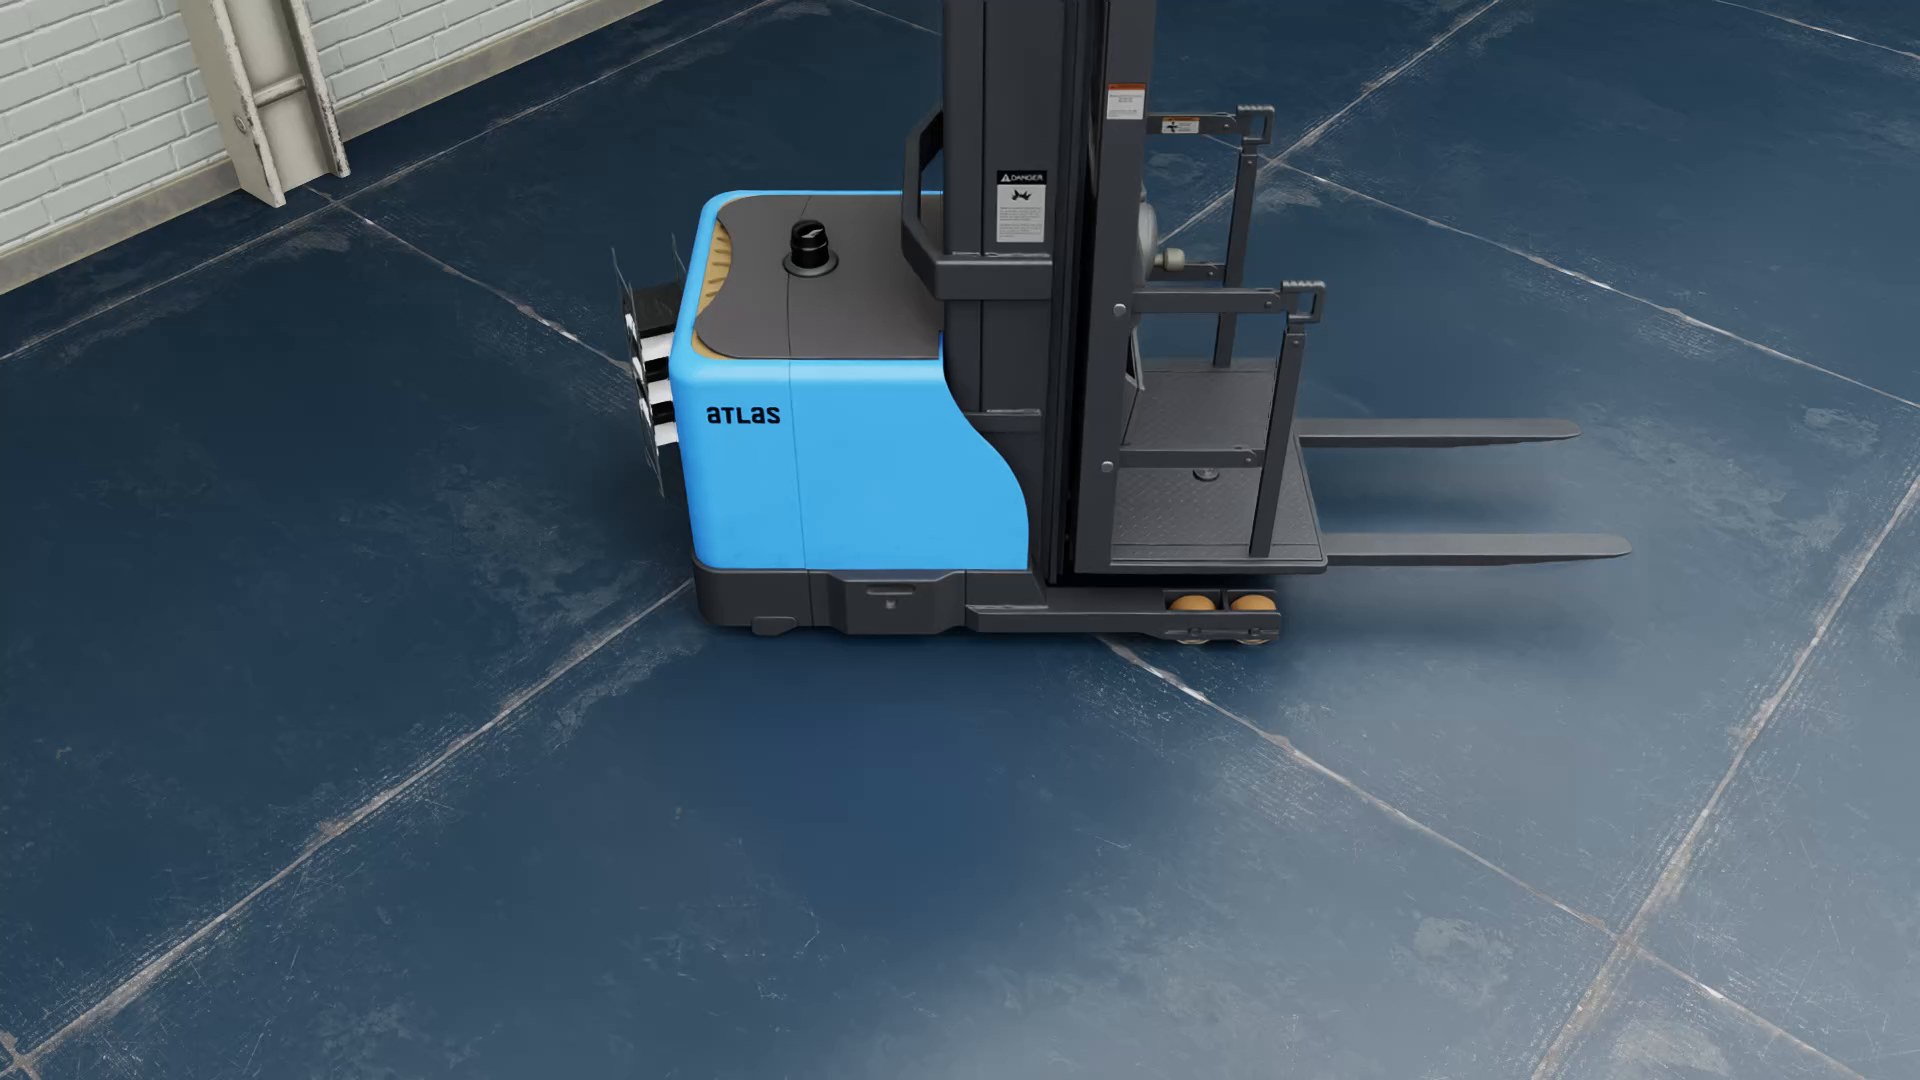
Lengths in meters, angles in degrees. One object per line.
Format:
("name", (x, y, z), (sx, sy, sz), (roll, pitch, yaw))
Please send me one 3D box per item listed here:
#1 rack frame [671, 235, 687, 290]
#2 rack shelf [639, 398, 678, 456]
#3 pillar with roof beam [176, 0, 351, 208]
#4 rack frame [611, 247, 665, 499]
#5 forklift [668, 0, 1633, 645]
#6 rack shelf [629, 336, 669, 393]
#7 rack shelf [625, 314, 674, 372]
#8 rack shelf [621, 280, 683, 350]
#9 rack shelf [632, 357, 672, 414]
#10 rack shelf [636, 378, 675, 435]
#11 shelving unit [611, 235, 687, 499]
("rack frame", (-0.911, -0.608, 5.750), (0.006, 0.900, 0.240), (-16, 45, -17))
("rack shelf", (-1.005, -0.424, 5.864), (0.200, 0.077, 0.258), (-16, 45, -17))
("pillar with roof beam", (0.274, -3.104, 2.475), (9.100, 9.000, 0.400), (29, 50, 28))
("rack frame", (-1.099, -0.556, 5.692), (0.006, 0.900, 0.240), (-16, 45, -17))
("forklift", (0.663, -1.106, 4.788), (3.031, 2.935, 1.130), (0, 42, 0))
("rack shelf", (-1.005, -0.624, 5.683), (0.200, 0.077, 0.258), (-16, 45, -17))
("rack shelf", (-1.005, -0.690, 5.622), (0.200, 0.077, 0.258), (-16, 45, -17))
("rack shelf", (-1.005, -0.757, 5.562), (0.200, 0.077, 0.258), (-16, 45, -17))
("rack shelf", (-1.005, -0.557, 5.743), (0.200, 0.077, 0.258), (-16, 45, -17))
("rack shelf", (-1.005, -0.491, 5.804), (0.200, 0.077, 0.258), (-16, 45, -17))
("shelving unit", (-1.005, -0.582, 5.721), (0.210, 0.900, 0.258), (-16, 45, -17))
